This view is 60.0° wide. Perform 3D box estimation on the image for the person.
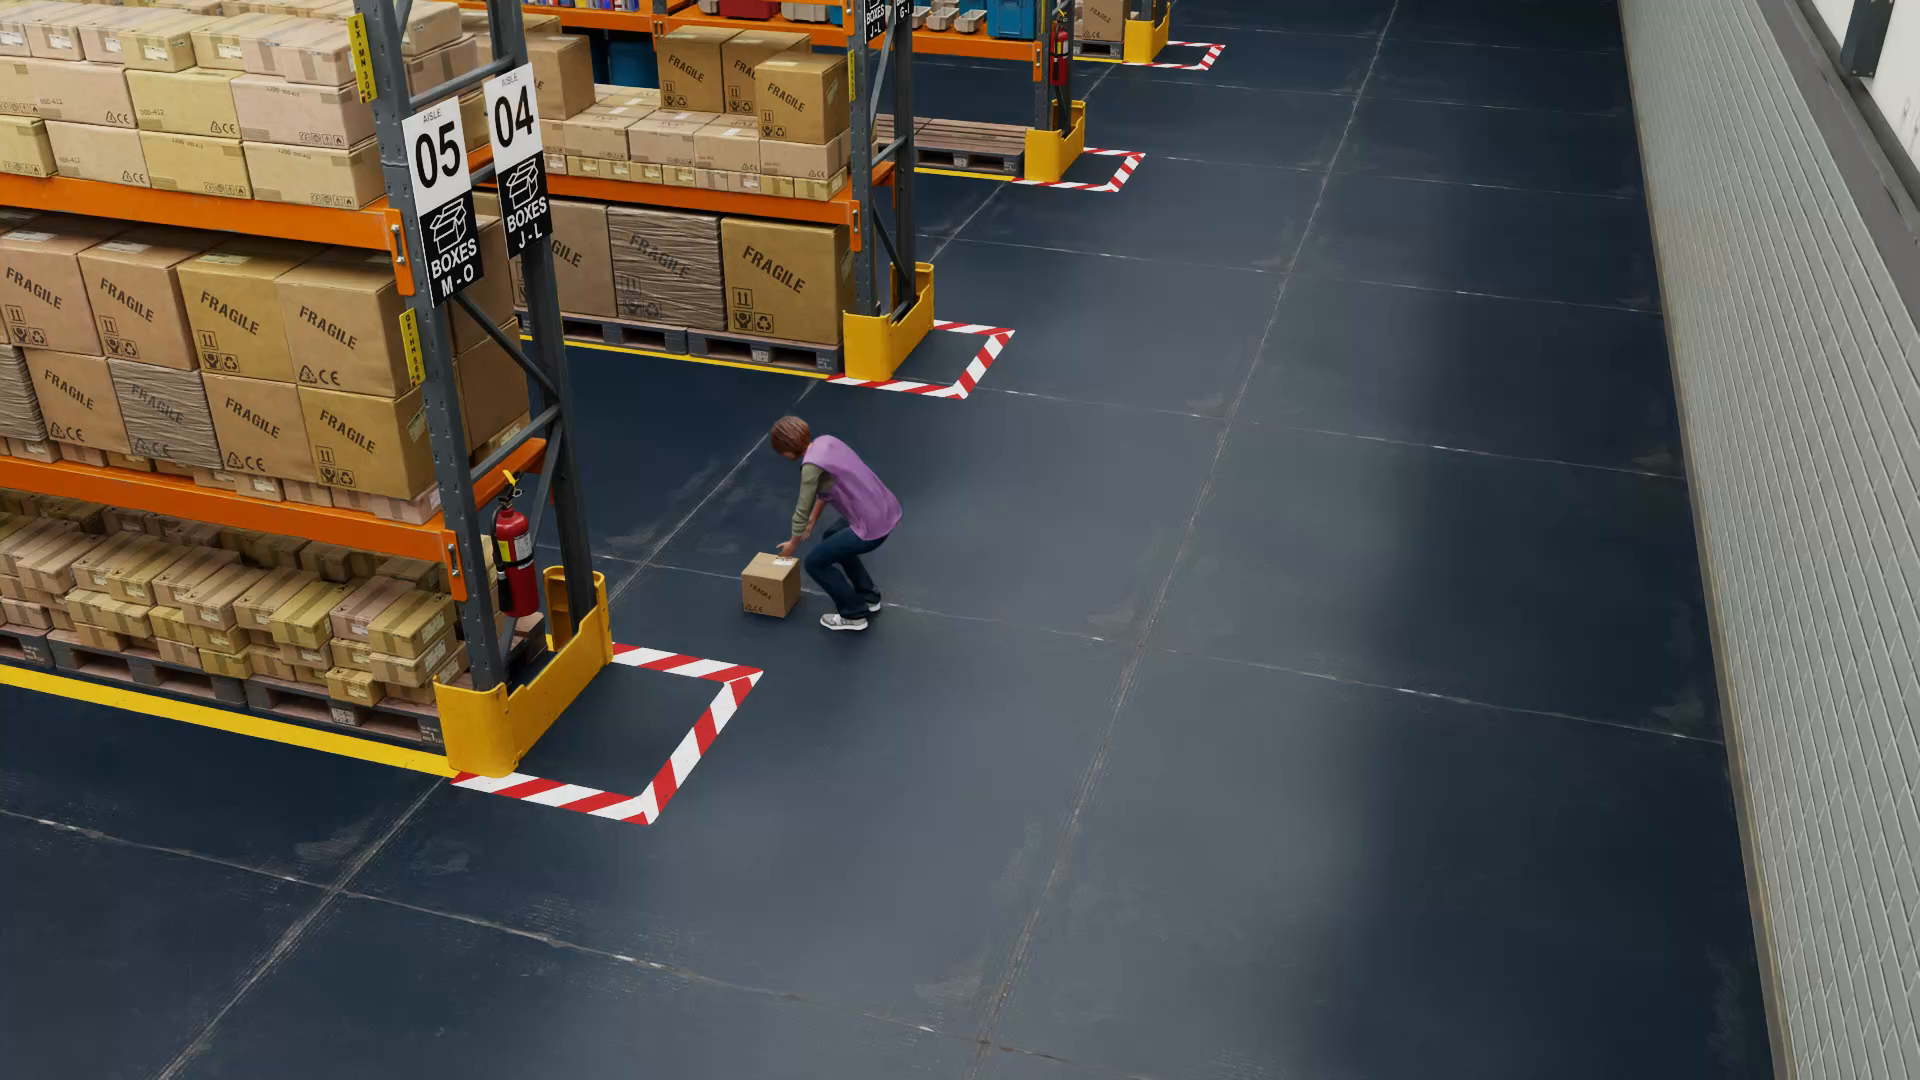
[{"bbox_3d":[-0.751,0.083,9.200,0.866,0.798,0.431,7,30,13],"label":"person"}]
